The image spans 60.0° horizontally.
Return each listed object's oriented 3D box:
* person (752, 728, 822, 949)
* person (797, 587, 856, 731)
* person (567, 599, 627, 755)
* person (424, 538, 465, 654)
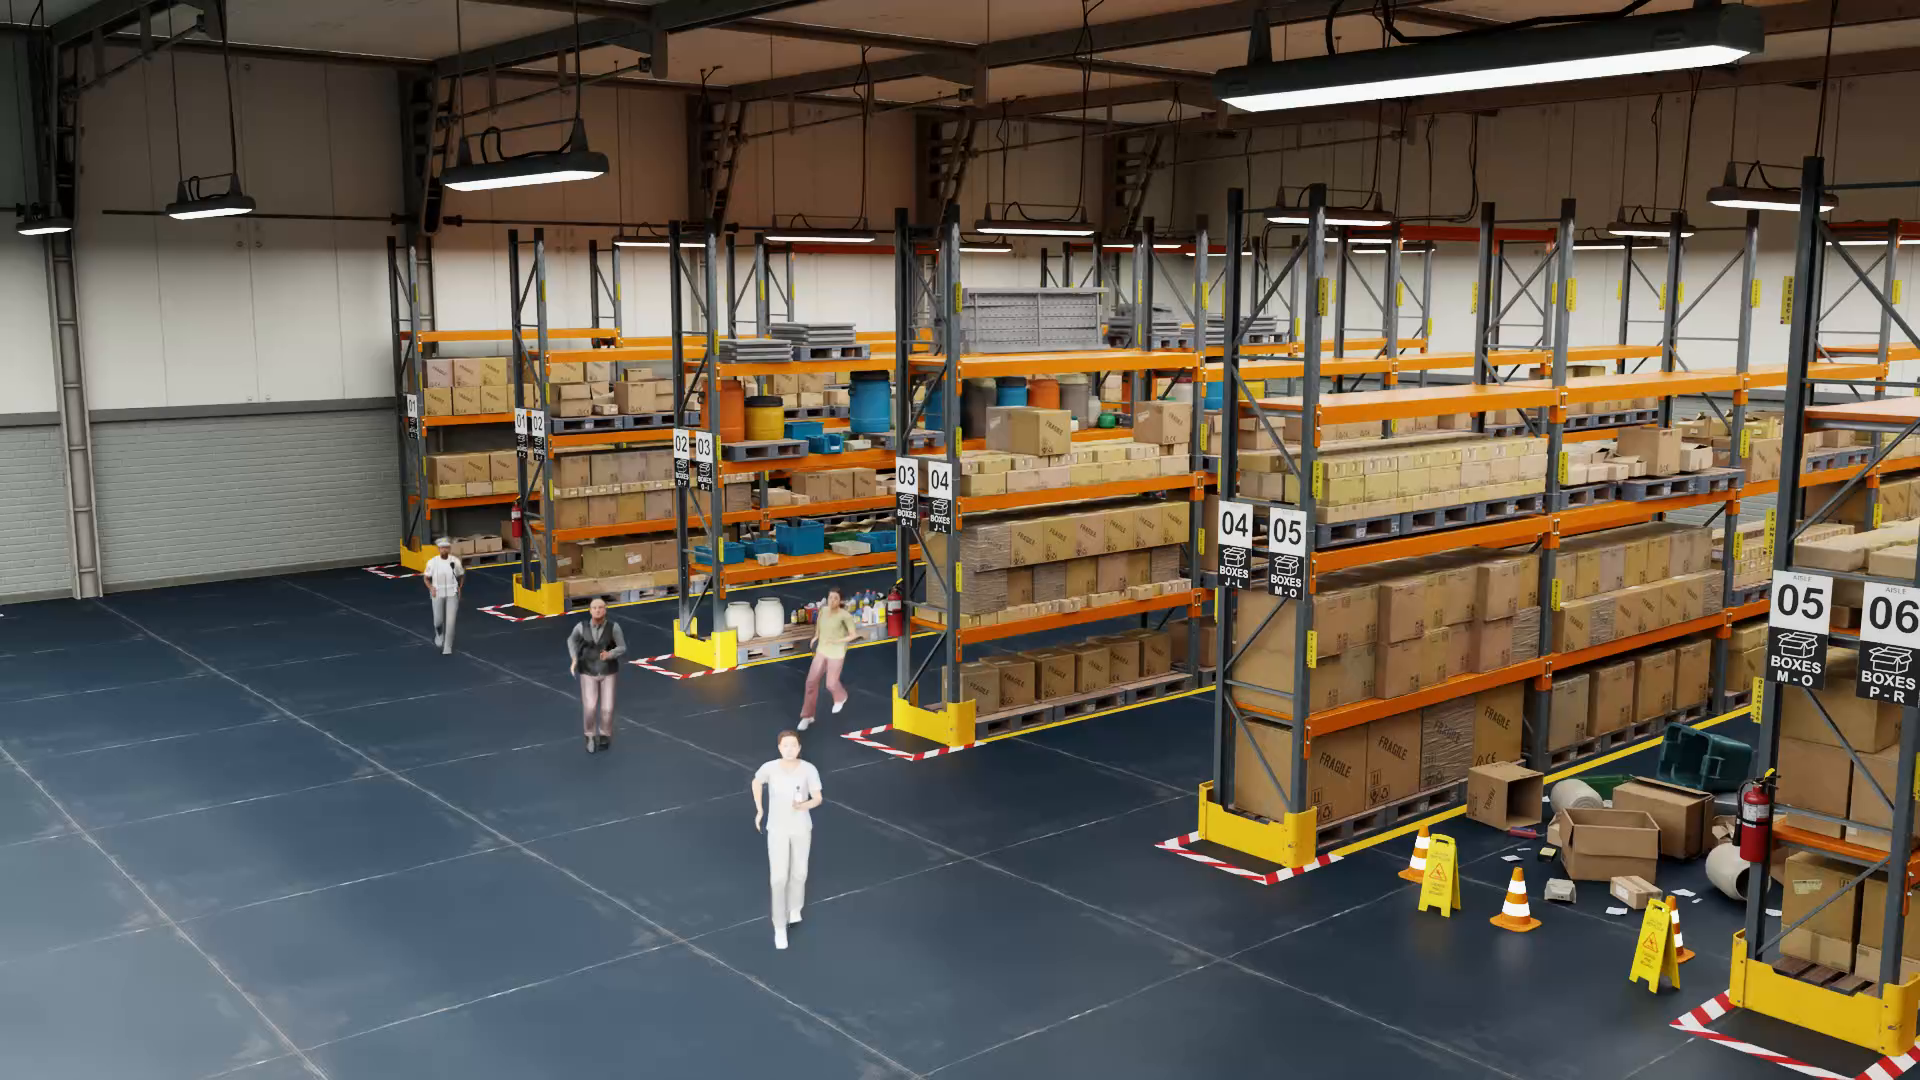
[{"bbox_3d":[-1.359,2.335,13.178,0.531,1.721,0.738,-2,9,-10],"label":"person"},{"bbox_3d":[-1.478,1.361,19.578,0.602,1.662,0.932,4,10,25],"label":"person"},{"bbox_3d":[-4.000,1.509,18.385,0.630,1.726,0.703,-2,9,-14],"label":"person"},{"bbox_3d":[-7.219,0.772,23.346,0.556,1.654,0.549,-3,9,-21],"label":"person"}]
